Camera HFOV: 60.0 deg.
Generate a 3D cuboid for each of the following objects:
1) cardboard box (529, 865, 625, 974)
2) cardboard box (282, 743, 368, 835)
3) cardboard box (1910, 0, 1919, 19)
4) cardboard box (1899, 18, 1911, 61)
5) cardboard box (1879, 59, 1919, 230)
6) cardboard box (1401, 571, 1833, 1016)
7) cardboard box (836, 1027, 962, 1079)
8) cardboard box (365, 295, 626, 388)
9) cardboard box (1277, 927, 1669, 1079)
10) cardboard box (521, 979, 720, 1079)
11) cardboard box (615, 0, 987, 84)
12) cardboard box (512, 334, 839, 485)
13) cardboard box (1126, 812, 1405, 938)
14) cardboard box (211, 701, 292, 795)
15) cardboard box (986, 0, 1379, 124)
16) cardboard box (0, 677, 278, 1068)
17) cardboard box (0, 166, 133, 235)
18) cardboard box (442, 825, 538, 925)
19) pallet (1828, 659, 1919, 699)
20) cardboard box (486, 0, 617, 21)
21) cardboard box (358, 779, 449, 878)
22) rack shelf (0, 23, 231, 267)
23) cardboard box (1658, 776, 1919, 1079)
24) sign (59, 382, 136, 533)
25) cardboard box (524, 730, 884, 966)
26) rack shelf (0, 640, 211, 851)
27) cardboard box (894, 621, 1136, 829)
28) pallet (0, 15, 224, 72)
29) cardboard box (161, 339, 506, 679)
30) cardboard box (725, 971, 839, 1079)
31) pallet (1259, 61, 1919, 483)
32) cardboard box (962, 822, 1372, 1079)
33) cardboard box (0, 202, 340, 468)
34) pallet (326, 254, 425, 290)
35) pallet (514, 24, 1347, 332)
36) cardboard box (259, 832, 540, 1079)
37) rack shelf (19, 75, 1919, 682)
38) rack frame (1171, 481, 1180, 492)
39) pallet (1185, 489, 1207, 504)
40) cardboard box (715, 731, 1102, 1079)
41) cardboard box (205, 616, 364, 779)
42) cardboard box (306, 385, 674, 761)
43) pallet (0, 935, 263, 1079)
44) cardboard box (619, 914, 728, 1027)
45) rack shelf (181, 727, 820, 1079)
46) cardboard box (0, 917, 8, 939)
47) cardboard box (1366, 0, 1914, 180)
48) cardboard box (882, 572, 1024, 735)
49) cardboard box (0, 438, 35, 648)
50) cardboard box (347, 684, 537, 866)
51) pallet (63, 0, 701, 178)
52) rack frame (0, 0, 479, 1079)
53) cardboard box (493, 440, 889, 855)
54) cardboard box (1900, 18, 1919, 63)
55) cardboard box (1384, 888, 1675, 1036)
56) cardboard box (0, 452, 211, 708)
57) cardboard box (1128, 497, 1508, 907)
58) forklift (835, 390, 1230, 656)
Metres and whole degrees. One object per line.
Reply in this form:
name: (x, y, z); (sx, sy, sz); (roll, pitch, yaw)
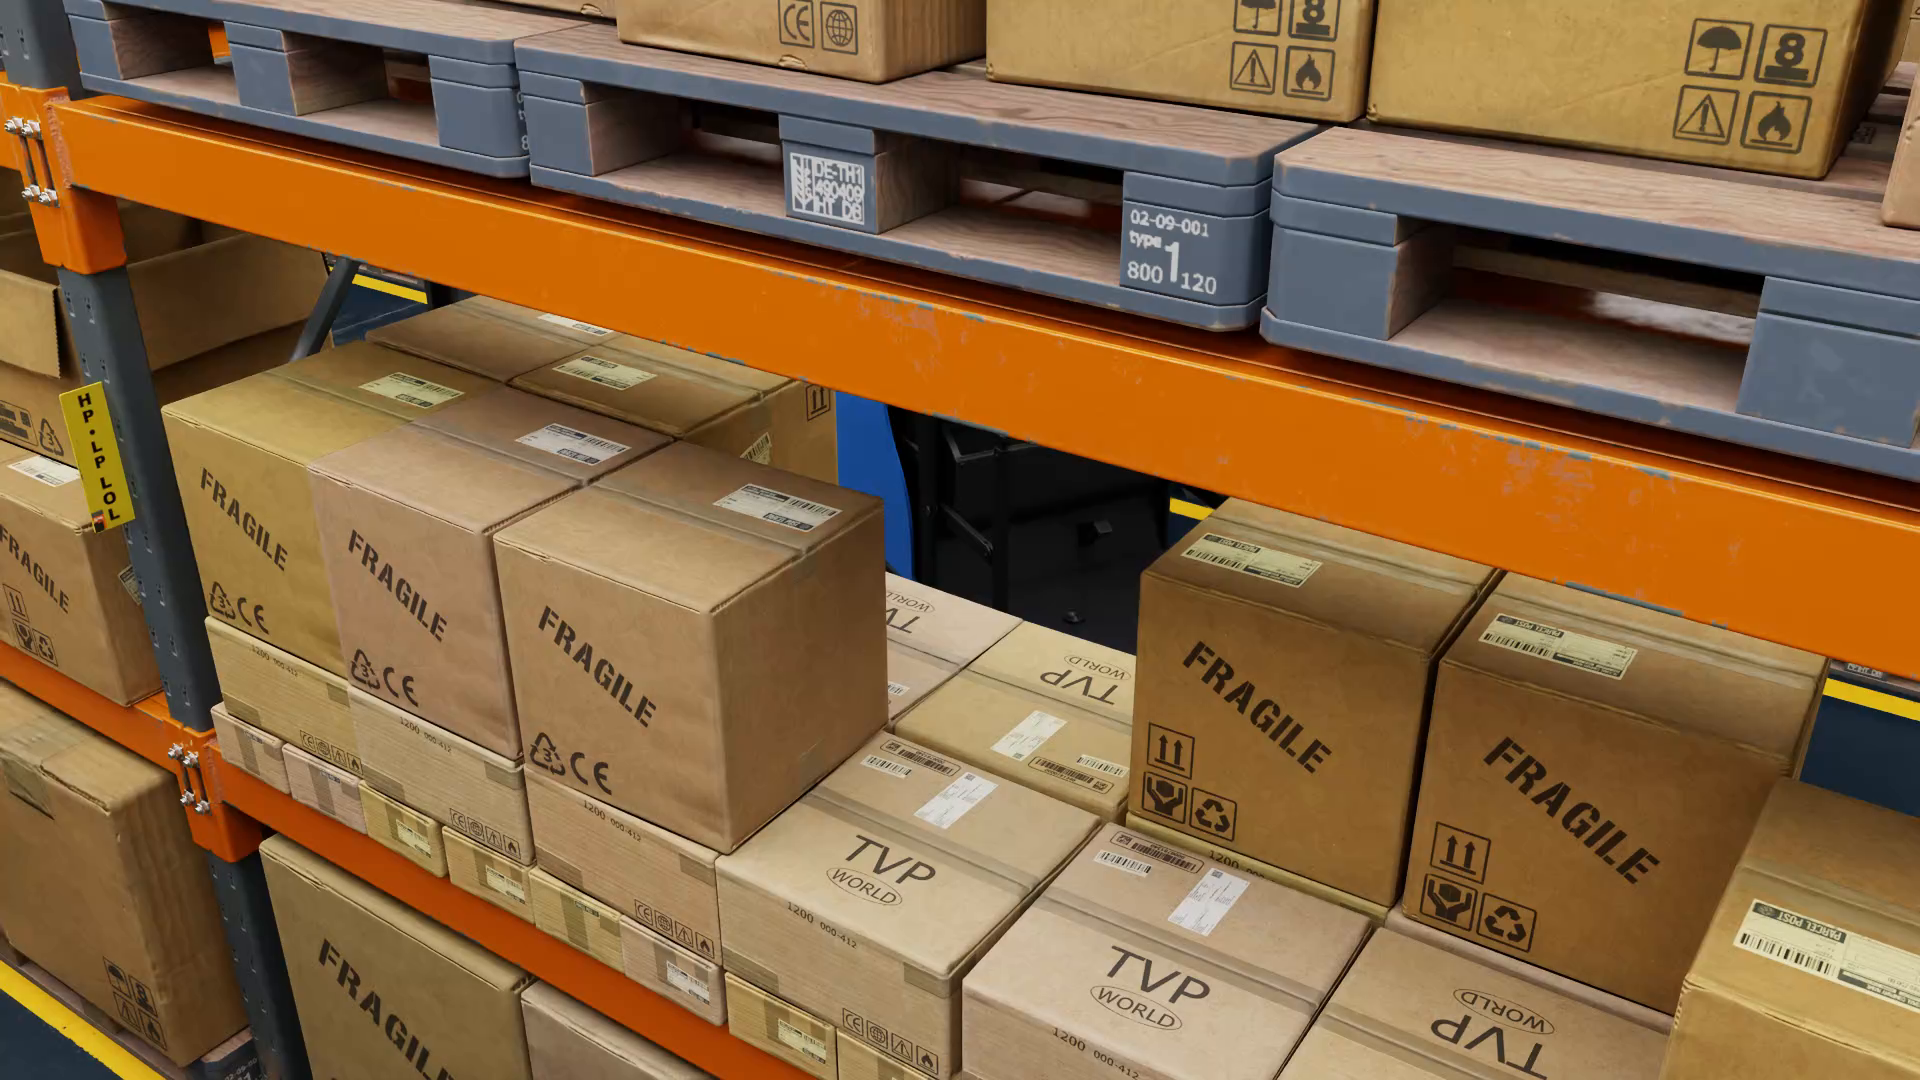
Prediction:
cardboard box: (-0.646, 0.677, 3.389); (0.250, 0.149, 0.380); (17, 31, 30)
cardboard box: (-1.293, 0.478, 3.781); (0.250, 0.149, 0.380); (16, 31, 29)
cardboard box: (5.975, -3.340, 9.793); (0.500, 0.500, 0.500); (18, 32, 32)
cardboard box: (5.568, -3.027, 10.280); (0.500, 0.500, 0.500); (17, 31, 30)
cardboard box: (1.274, -0.602, 1.634); (0.500, 0.500, 0.700); (15, 31, 27)
cardboard box: (1.078, 0.372, 2.722); (0.500, 0.500, 0.500); (16, 31, 29)
cardboard box: (-0.007, 0.876, 2.998); (0.250, 0.149, 0.380); (18, 32, 31)
cardboard box: (-1.034, -0.284, 4.012); (0.500, 0.500, 0.500); (18, 32, 32)
cardboard box: (0.765, 0.904, 2.505); (0.500, 0.250, 0.500); (17, 31, 29)
cardboard box: (-0.324, 1.288, 3.791); (0.875, 0.875, 0.875); (17, 32, 30)
cardboard box: (-0.094, -1.010, 2.436); (0.500, 0.500, 0.700); (19, 33, 32)
cardboard box: (-0.624, -0.154, 3.756); (0.500, 0.500, 0.500); (18, 32, 31)
cardboard box: (0.645, 0.574, 3.153); (0.500, 0.250, 0.500); (16, 31, 29)
cardboard box: (-1.509, 0.410, 3.914); (0.250, 0.149, 0.380); (17, 32, 30)
cardboard box: (0.424, -0.906, 2.232); (0.500, 0.500, 0.700); (15, 31, 27)
cardboard box: (-2.103, 0.701, 4.945); (0.875, 0.875, 1.225); (17, 32, 30)
cardboard box: (-2.655, -0.735, 4.671); (0.637, 0.503, 0.797); (18, 32, 31)
cardboard box: (-0.857, 0.612, 3.517); (0.250, 0.149, 0.380); (16, 31, 29)
pallet: (3.879, 0.290, 6.948); (1.213, 0.211, 1.003); (17, 32, 30)
cardboard box: (-0.445, -1.197, 2.804); (0.500, 0.500, 0.700); (19, 33, 33)
cardboard box: (-1.075, 0.545, 3.649); (0.250, 0.149, 0.380); (18, 32, 32)
rack shelf: (-3.213, -1.432, 4.743); (4.000, 0.370, 1.077); (17, 32, 30)
cardboard box: (1.182, 0.698, 2.081); (0.500, 0.500, 0.500); (18, 32, 31)
sign: (-1.864, -0.178, 3.602); (0.005, 0.325, 0.100); (17, 32, 30)
cardboard box: (-0.488, 0.511, 3.276); (0.500, 0.250, 0.500); (18, 32, 32)
rack shelf: (-3.213, -0.095, 5.423); (4.000, 0.370, 1.077); (17, 32, 30)
cardboard box: (0.212, 0.442, 3.412); (0.500, 0.250, 0.500); (17, 31, 29)
pallet: (-2.348, -1.371, 4.040); (1.217, 0.209, 0.805); (16, 31, 28)
cardboard box: (-1.315, -0.084, 3.618); (0.500, 0.500, 0.500); (17, 32, 30)
cardboard box: (-0.223, 0.810, 3.129); (0.250, 0.149, 0.380); (16, 31, 29)
pallet: (1.115, -0.359, 1.939); (1.213, 0.211, 1.003); (17, 32, 30)
cardboard box: (0.345, 0.773, 2.761); (0.500, 0.250, 0.500); (16, 31, 29)
cardboard box: (-2.096, -0.555, 4.317); (0.637, 0.503, 0.797); (16, 31, 29)
pallet: (-3.676, -2.065, 11.576); (1.213, 0.211, 1.003); (17, 32, 30)
pallet: (0.105, -0.672, 2.554); (1.213, 0.211, 1.003); (17, 32, 30)
cardboard box: (-1.066, 1.057, 4.245); (0.875, 0.875, 0.875); (17, 32, 30)
rack shelf: (0.084, -0.405, 2.724); (4.000, 0.370, 1.077); (17, 32, 30)
rack frame: (1.240, -1.754, 7.889); (0.127, 3.000, 1.000); (17, 32, 30)
pallet: (1.868, -0.337, 8.179); (1.213, 0.211, 1.003); (17, 32, 30)
cardboard box: (-0.086, 0.641, 3.021); (0.500, 0.250, 0.500); (17, 32, 30)
cardboard box: (-1.326, 0.251, 3.788); (0.500, 0.250, 0.500); (17, 31, 29)
cardboard box: (-0.913, 0.046, 3.363); (0.500, 0.500, 0.500); (17, 32, 30)
pallet: (-2.243, 1.171, 5.217); (1.213, 0.211, 1.003); (17, 32, 30)
cardboard box: (-0.440, 0.743, 3.260); (0.250, 0.149, 0.380); (18, 32, 31)
rack shelf: (0.084, 0.932, 3.405); (4.000, 0.370, 1.077); (17, 32, 30)
cardboard box: (-2.841, 0.472, 5.396); (0.875, 0.875, 1.225); (16, 31, 29)
cardboard box: (0.878, -0.791, 2.007); (0.500, 0.500, 0.700); (16, 31, 29)
cardboard box: (-0.203, 0.310, 3.670); (0.500, 0.250, 0.500); (18, 32, 31)
cardboard box: (-2.509, -0.094, 4.518); (0.500, 0.500, 0.500); (18, 32, 32)
cardboard box: (-0.919, 0.380, 3.533); (0.500, 0.250, 0.500); (17, 32, 30)
pallet: (-0.896, -0.985, 3.170); (1.213, 0.211, 1.003); (17, 32, 30)
rack frame: (-1.565, 0.098, 4.251); (0.127, 3.000, 1.000); (17, 32, 30)
cardboard box: (-0.481, 0.178, 3.104); (0.500, 0.500, 0.500); (16, 31, 29)
cardboard box: (5.983, -2.898, 10.026); (0.500, 0.500, 0.500); (18, 32, 31)
cardboard box: (1.058, 0.704, 2.897); (0.500, 0.250, 0.500); (17, 31, 30)
cardboard box: (-2.105, 0.035, 4.263); (0.500, 0.500, 0.500); (17, 32, 30)
cardboard box: (0.647, 0.242, 2.979); (0.500, 0.500, 0.500); (16, 31, 29)
forklift: (0.466, -0.761, 6.013); (1.130, 2.935, 3.031); (-13, 30, -23)
